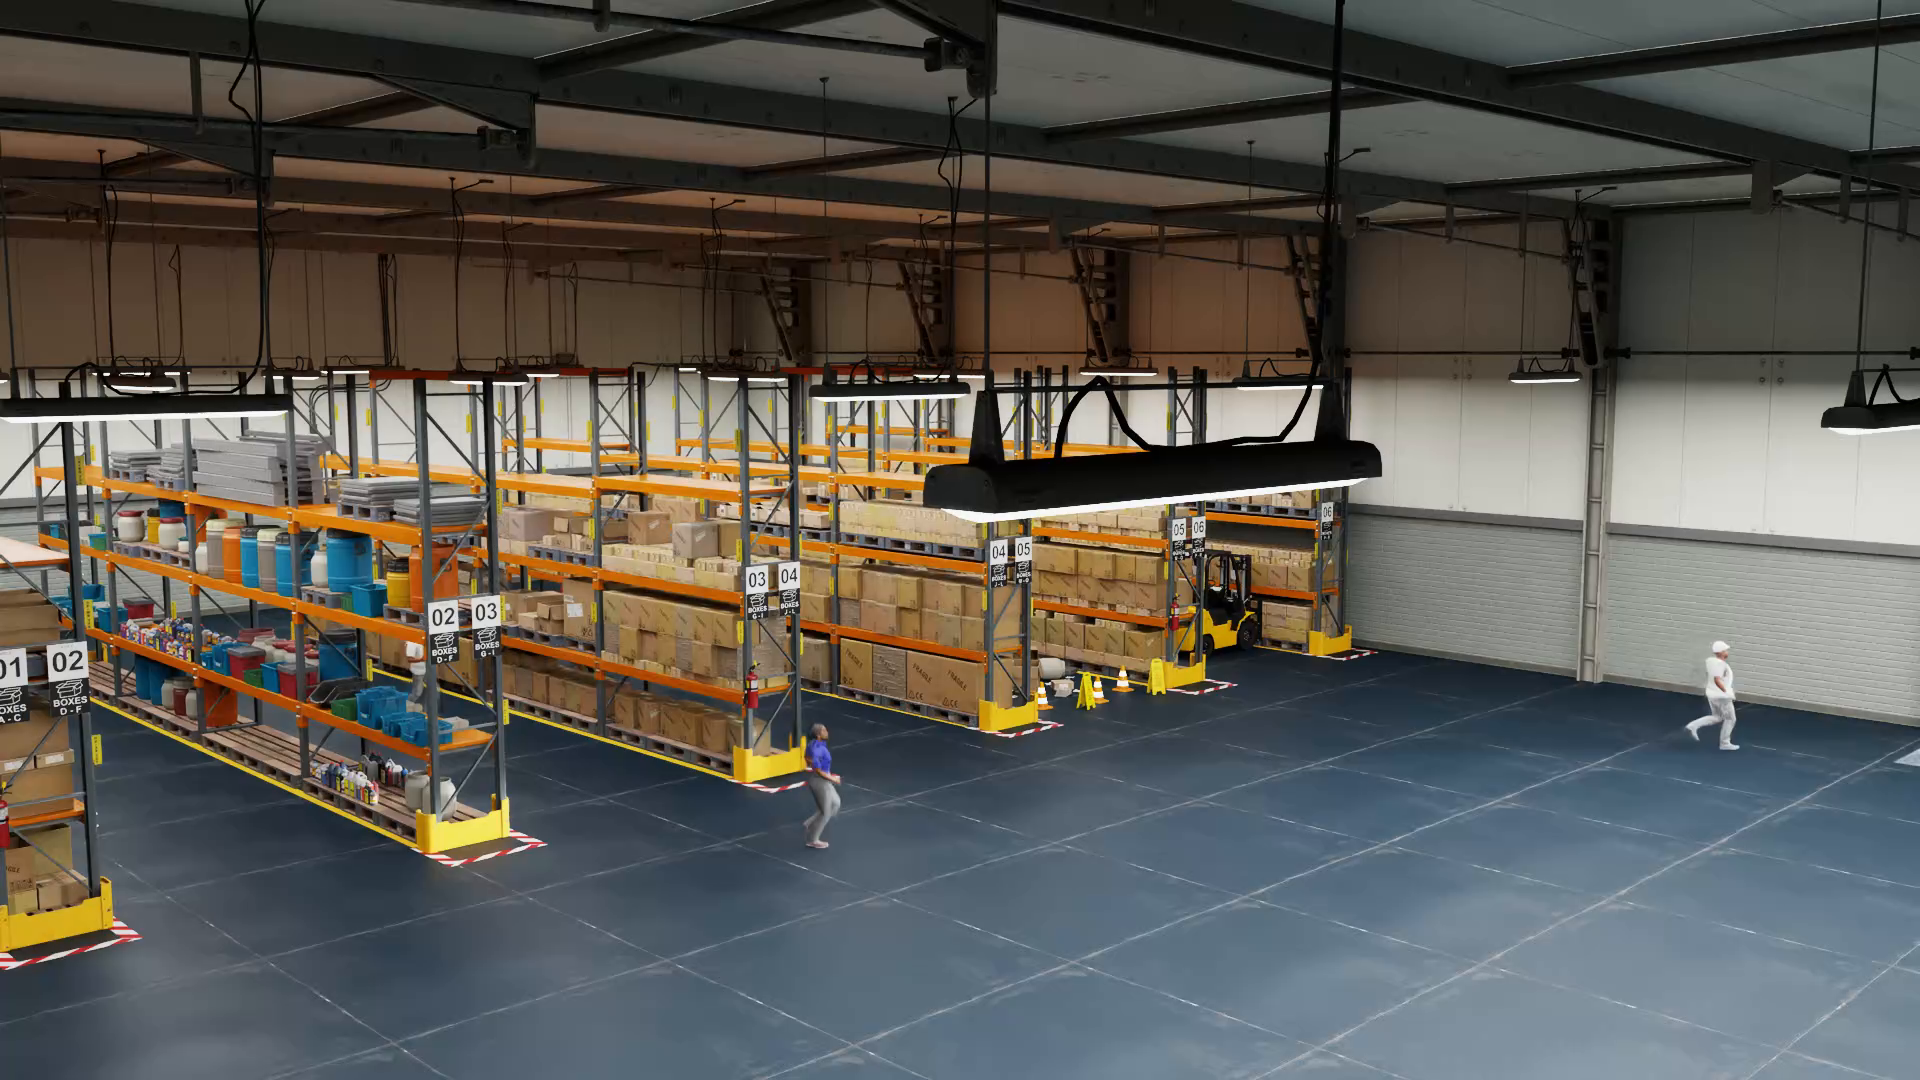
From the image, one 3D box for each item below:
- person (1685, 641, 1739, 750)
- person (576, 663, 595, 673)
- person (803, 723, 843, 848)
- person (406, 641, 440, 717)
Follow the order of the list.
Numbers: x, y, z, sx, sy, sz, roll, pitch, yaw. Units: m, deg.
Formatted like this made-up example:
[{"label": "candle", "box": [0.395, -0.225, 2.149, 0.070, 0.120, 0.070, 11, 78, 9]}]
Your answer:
[{"label": "person", "box": [12.025, 2.477, 26.473, 0.812, 1.748, 0.720, 1, 6, 5]}, {"label": "person", "box": [-7.191, 1.831, 32.085, 0.928, 1.766, 0.669, 5, 8, 40]}, {"label": "person", "box": [-1.754, 3.135, 21.316, 0.479, 1.618, 0.586, -1, 7, -10]}, {"label": "person", "box": [-9.133, 2.269, 28.246, 0.841, 1.814, 0.635, 5, 8, 36]}]
